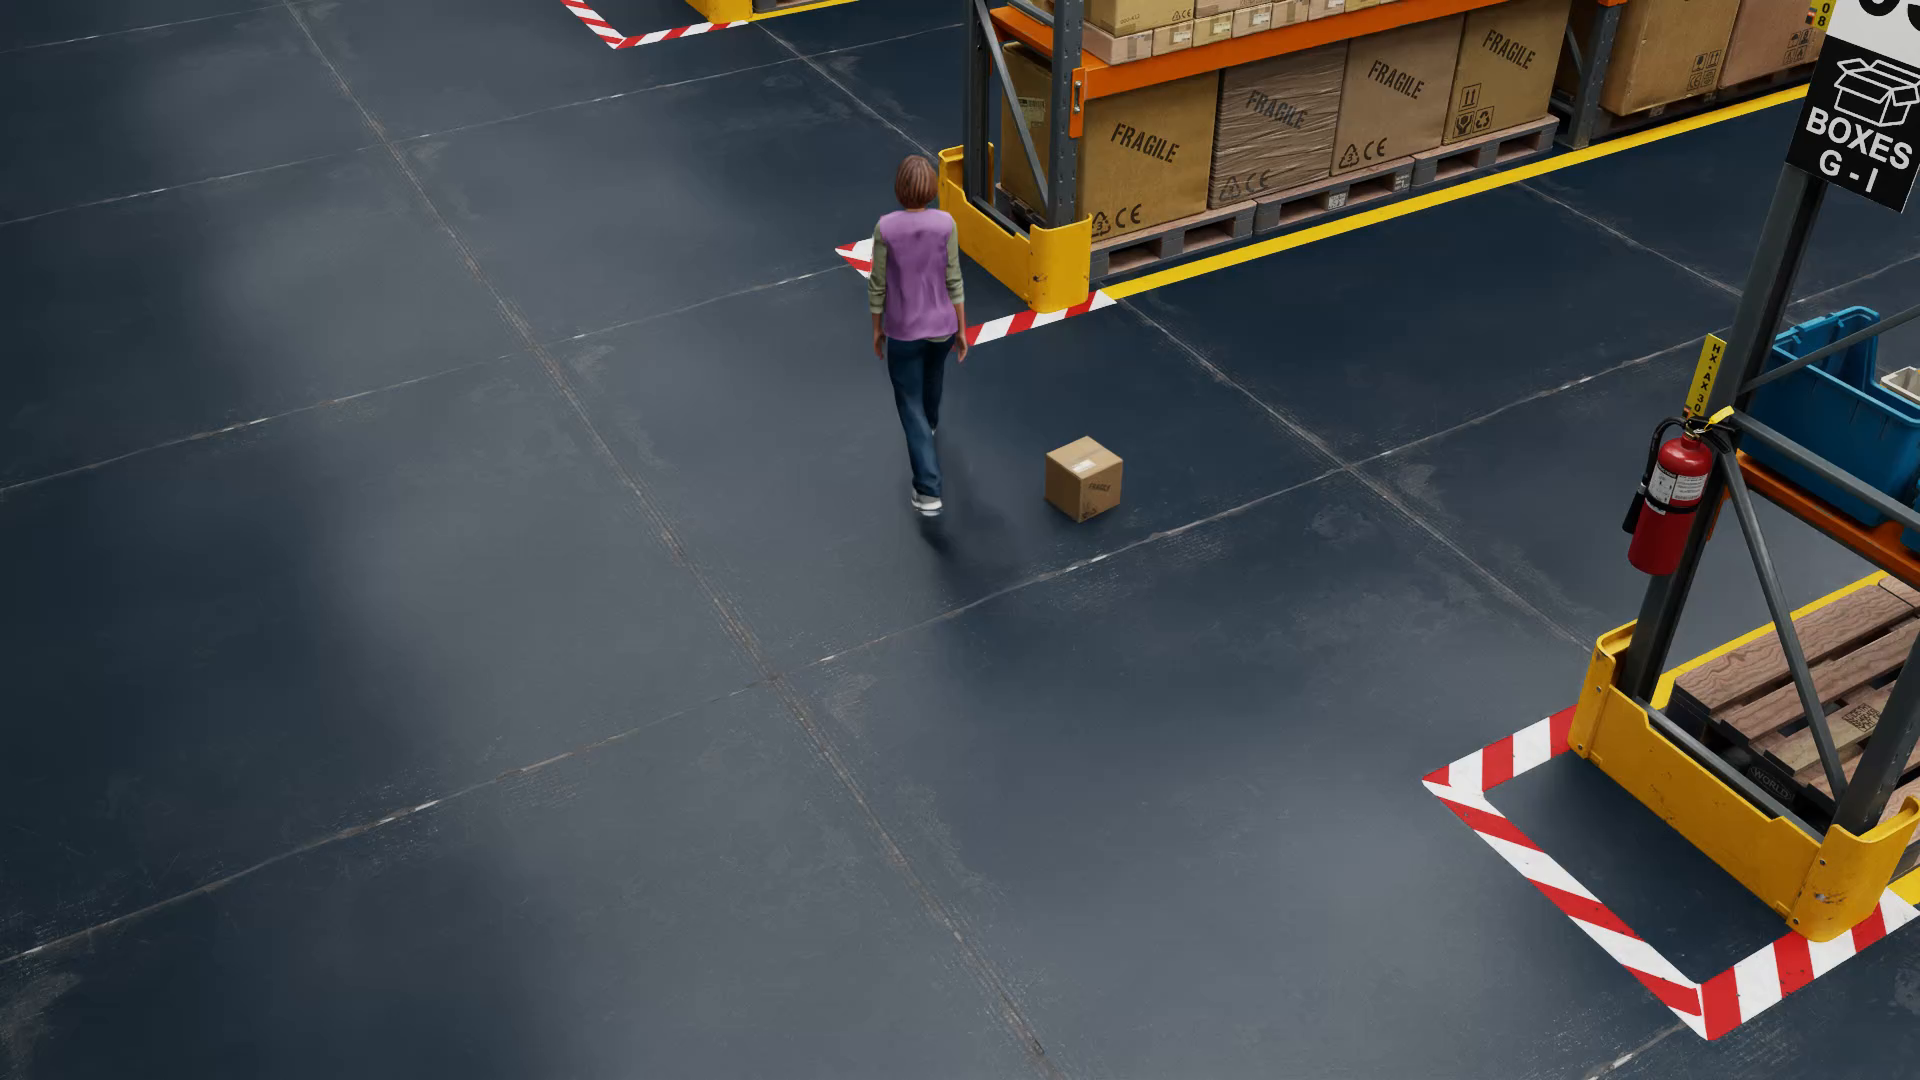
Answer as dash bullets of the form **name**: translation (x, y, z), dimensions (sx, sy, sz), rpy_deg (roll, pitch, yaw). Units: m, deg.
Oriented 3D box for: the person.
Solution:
- **person**: translation (-0.187, -0.919, 7.421), dimensions (0.420, 1.494, 1.006), rpy_deg (-9, 38, -11)
